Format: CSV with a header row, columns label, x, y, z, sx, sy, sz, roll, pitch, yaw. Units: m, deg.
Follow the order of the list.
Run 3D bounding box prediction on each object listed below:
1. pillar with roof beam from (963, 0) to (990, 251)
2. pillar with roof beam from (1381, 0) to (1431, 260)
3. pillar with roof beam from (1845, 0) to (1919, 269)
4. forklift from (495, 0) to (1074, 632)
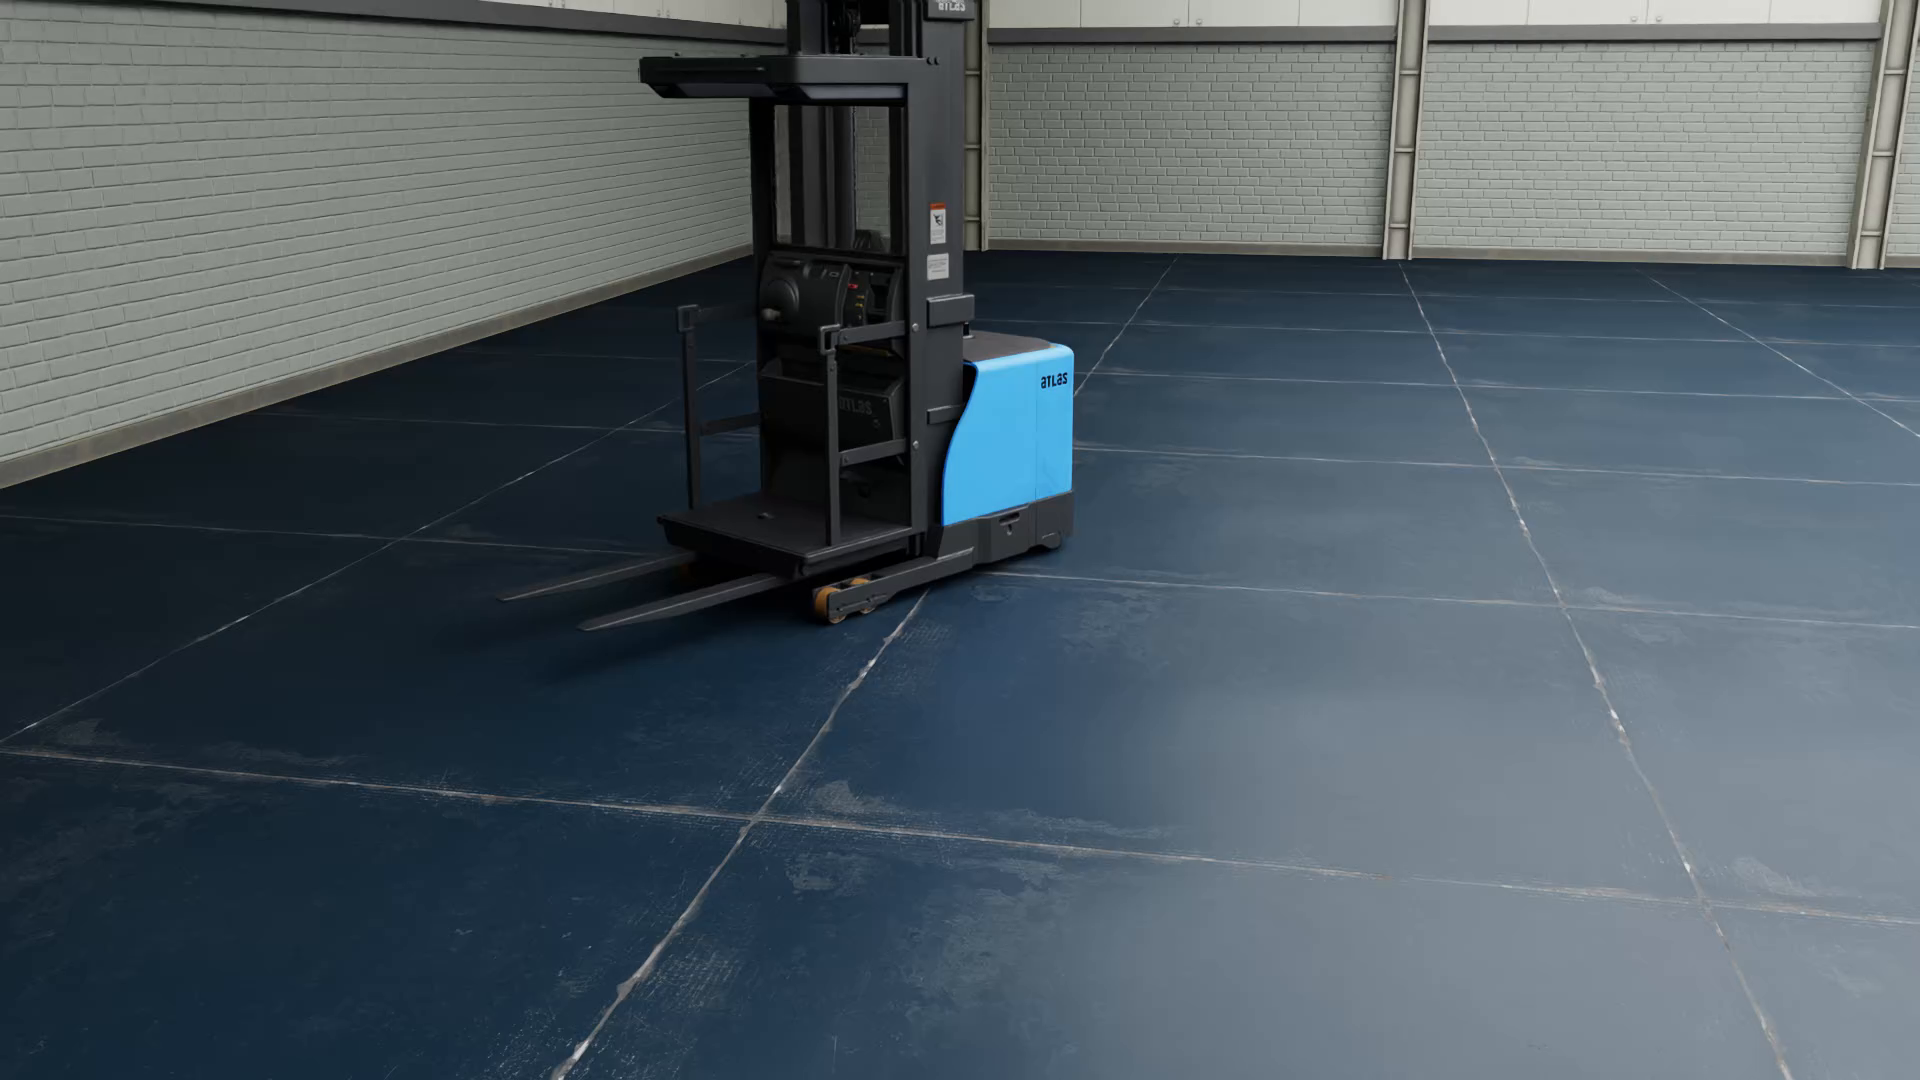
label,x,y,z,sx,sy,sz,roll,pitch,yaw
pillar with roof beam,-0.663,-7.448,19.024,0.400,9.000,9.100,3,16,11
pillar with roof beam,5.216,-7.129,17.872,0.400,9.000,9.100,3,16,11
pillar with roof beam,11.096,-6.810,16.720,0.400,9.000,9.100,3,16,11
forklift,-0.762,-1.183,7.774,1.130,2.935,3.031,14,21,41
